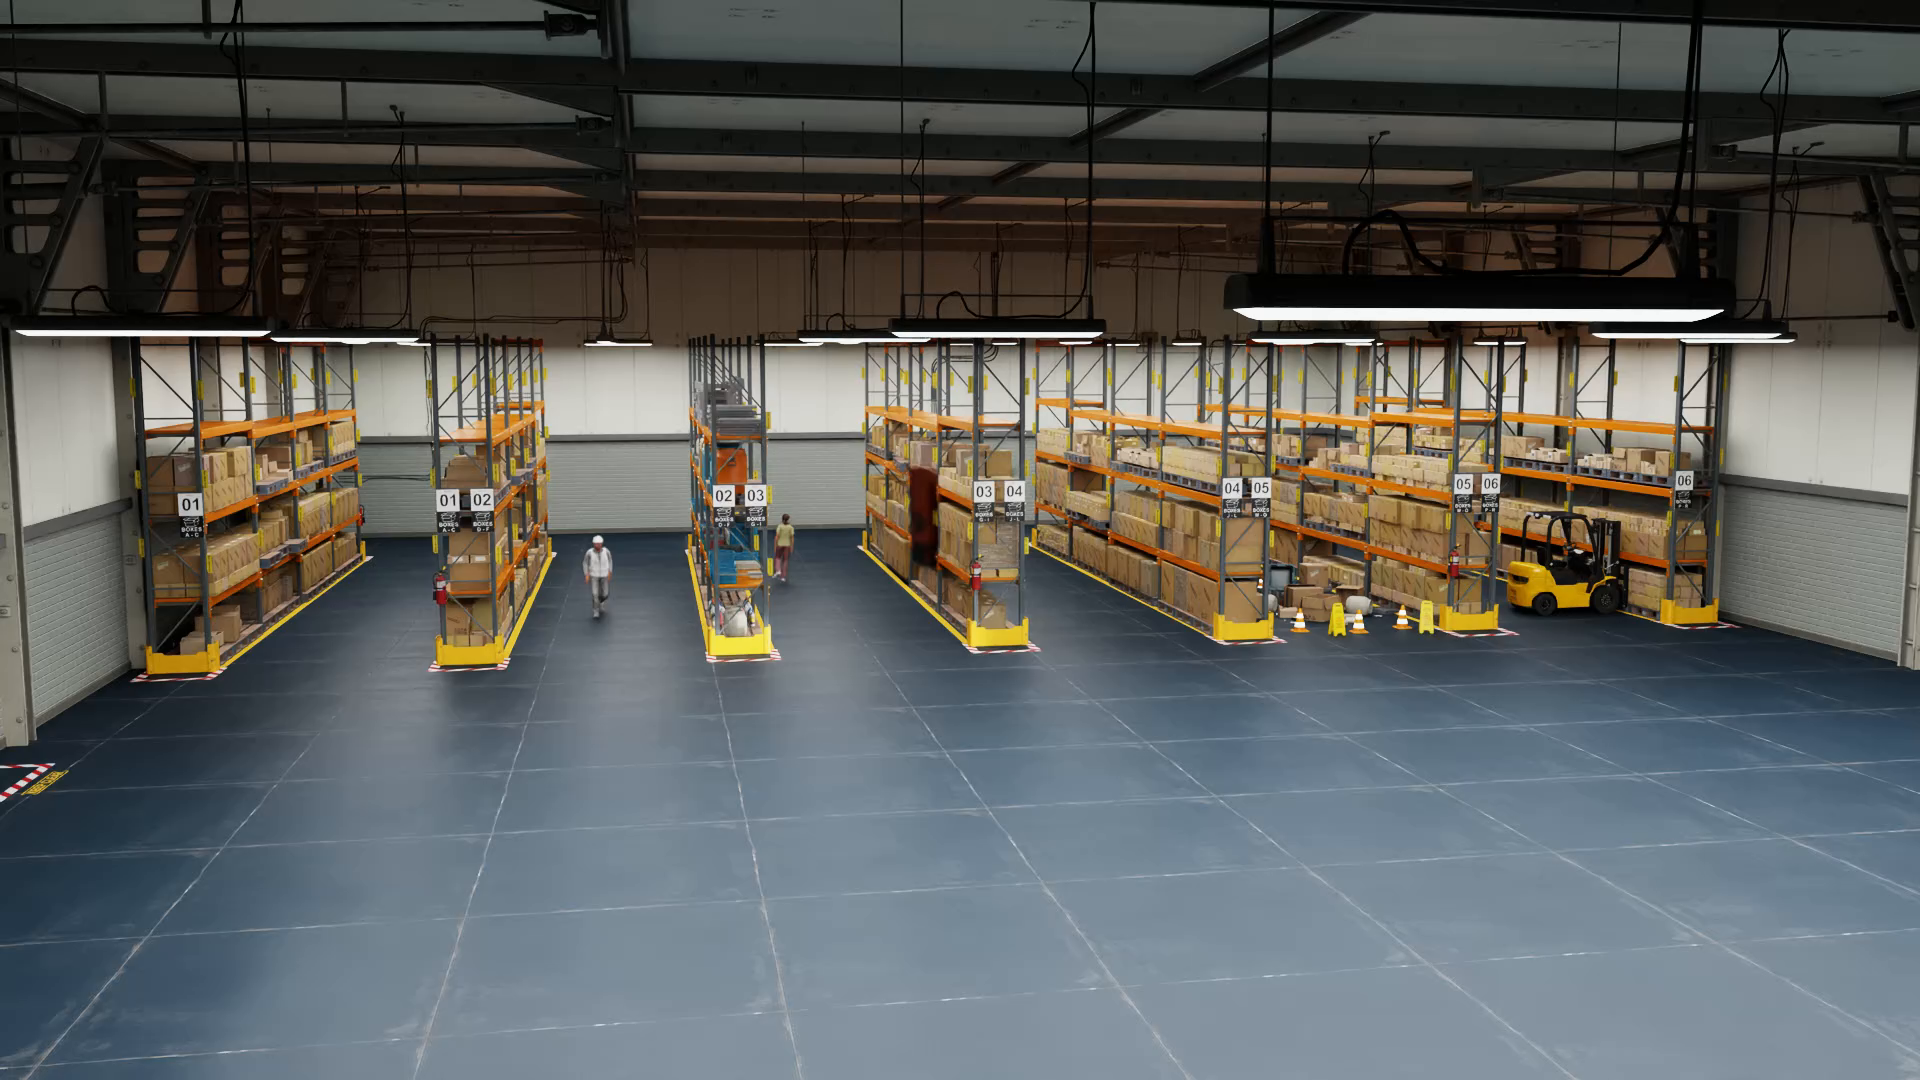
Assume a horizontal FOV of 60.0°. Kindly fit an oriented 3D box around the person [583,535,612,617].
[{"bbox_3d":[-7.815,0.759,35.836,0.624,1.755,0.627,-3,7,-24],"label":"person"}]

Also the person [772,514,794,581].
[{"bbox_3d":[-4.372,0.180,41.101,0.572,1.673,0.442,0,7,-4],"label":"person"}]
